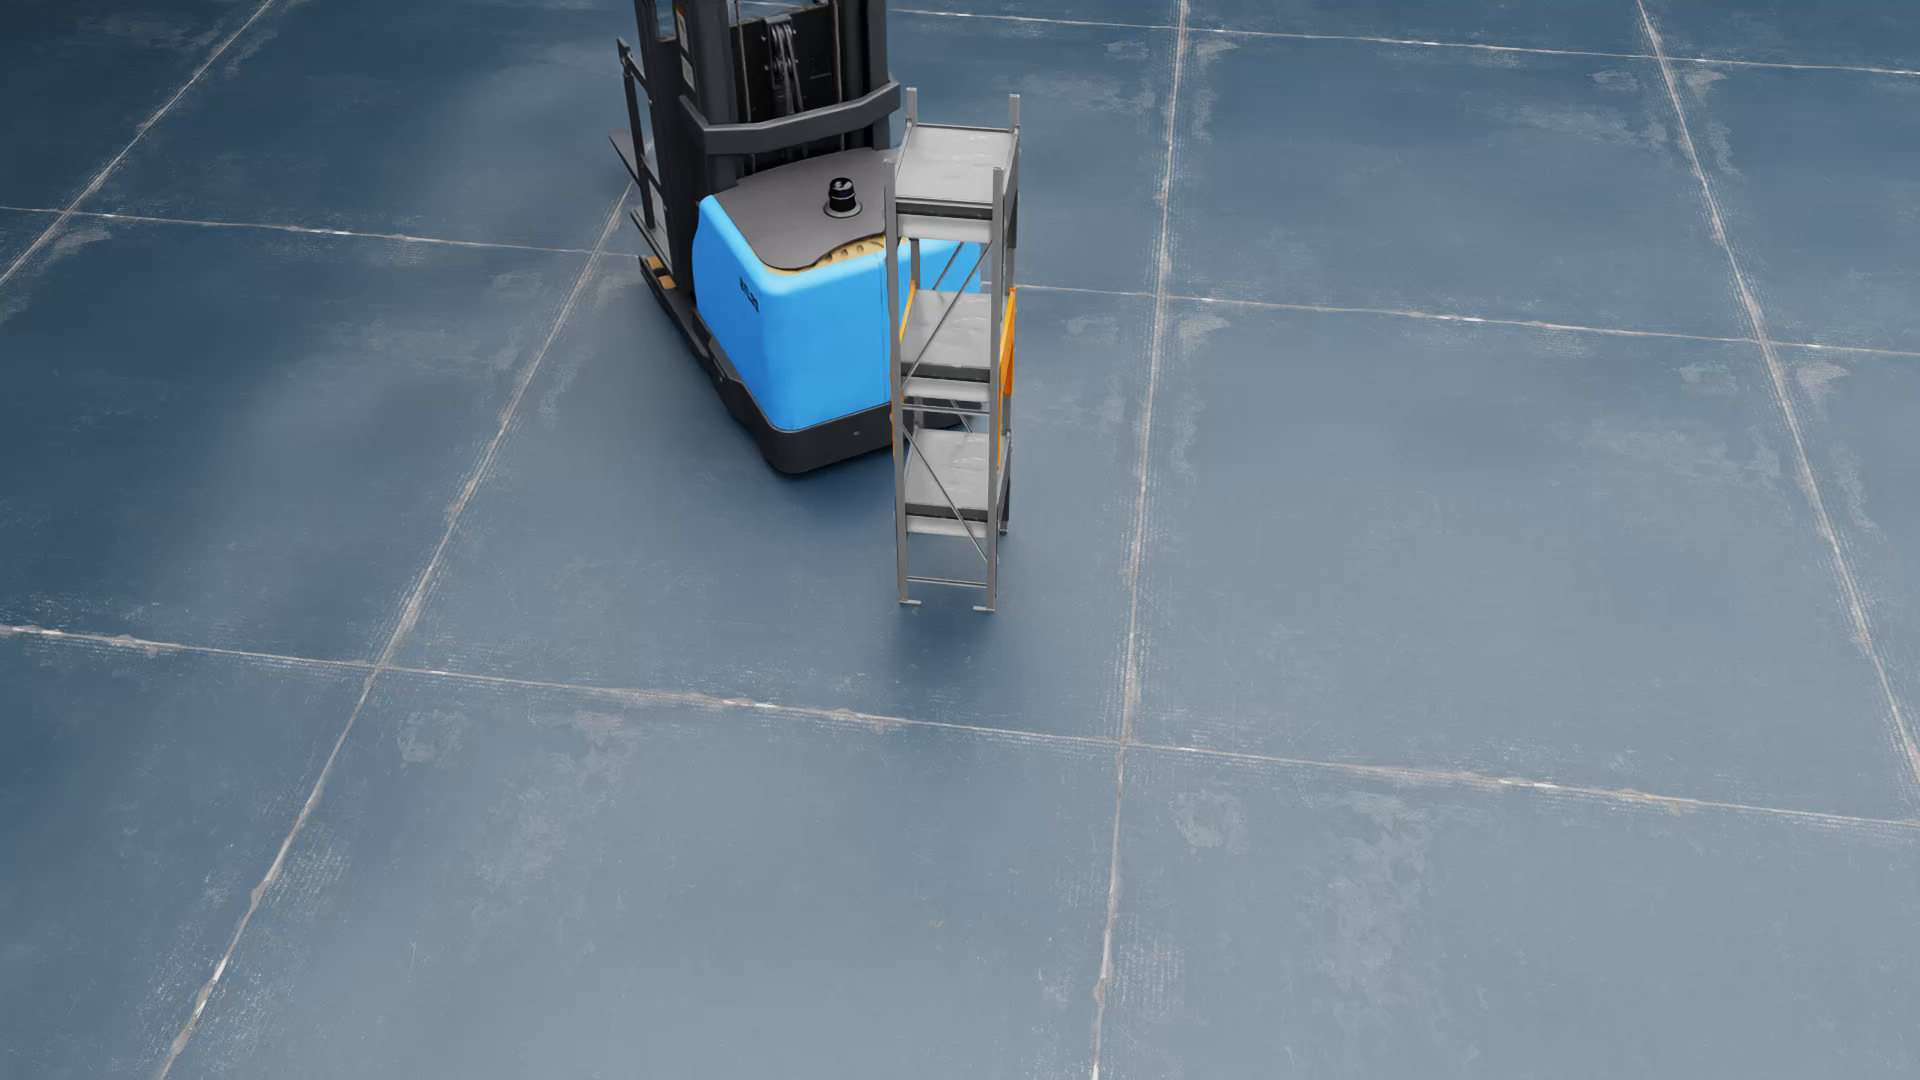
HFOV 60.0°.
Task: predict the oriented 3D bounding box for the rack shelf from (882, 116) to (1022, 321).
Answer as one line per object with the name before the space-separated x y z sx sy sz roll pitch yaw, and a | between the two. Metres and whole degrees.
rack shelf | -0.022 -1.148 5.937 0.431 0.518 0.480 5 44 6

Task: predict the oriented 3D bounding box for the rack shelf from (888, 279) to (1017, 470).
rack shelf | -0.022 -0.640 6.418 0.431 0.518 0.480 5 44 6

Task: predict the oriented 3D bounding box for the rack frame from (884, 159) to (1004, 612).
rack frame | -0.054 -0.483 6.233 0.400 2.100 0.015 5 44 6

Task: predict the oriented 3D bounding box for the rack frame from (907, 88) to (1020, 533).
rack frame | 0.010 -0.816 6.585 0.400 2.100 0.015 5 44 6

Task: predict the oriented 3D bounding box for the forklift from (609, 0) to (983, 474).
forklift | -1.001 -2.377 7.628 1.130 2.935 3.031 -19 47 -19

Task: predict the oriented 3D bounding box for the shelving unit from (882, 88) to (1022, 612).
shelving unit | -0.022 -0.650 6.409 0.431 2.100 0.503 5 44 6

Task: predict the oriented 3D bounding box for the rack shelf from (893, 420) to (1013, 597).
rack shelf | -0.022 -0.131 6.900 0.431 0.518 0.480 5 44 6
